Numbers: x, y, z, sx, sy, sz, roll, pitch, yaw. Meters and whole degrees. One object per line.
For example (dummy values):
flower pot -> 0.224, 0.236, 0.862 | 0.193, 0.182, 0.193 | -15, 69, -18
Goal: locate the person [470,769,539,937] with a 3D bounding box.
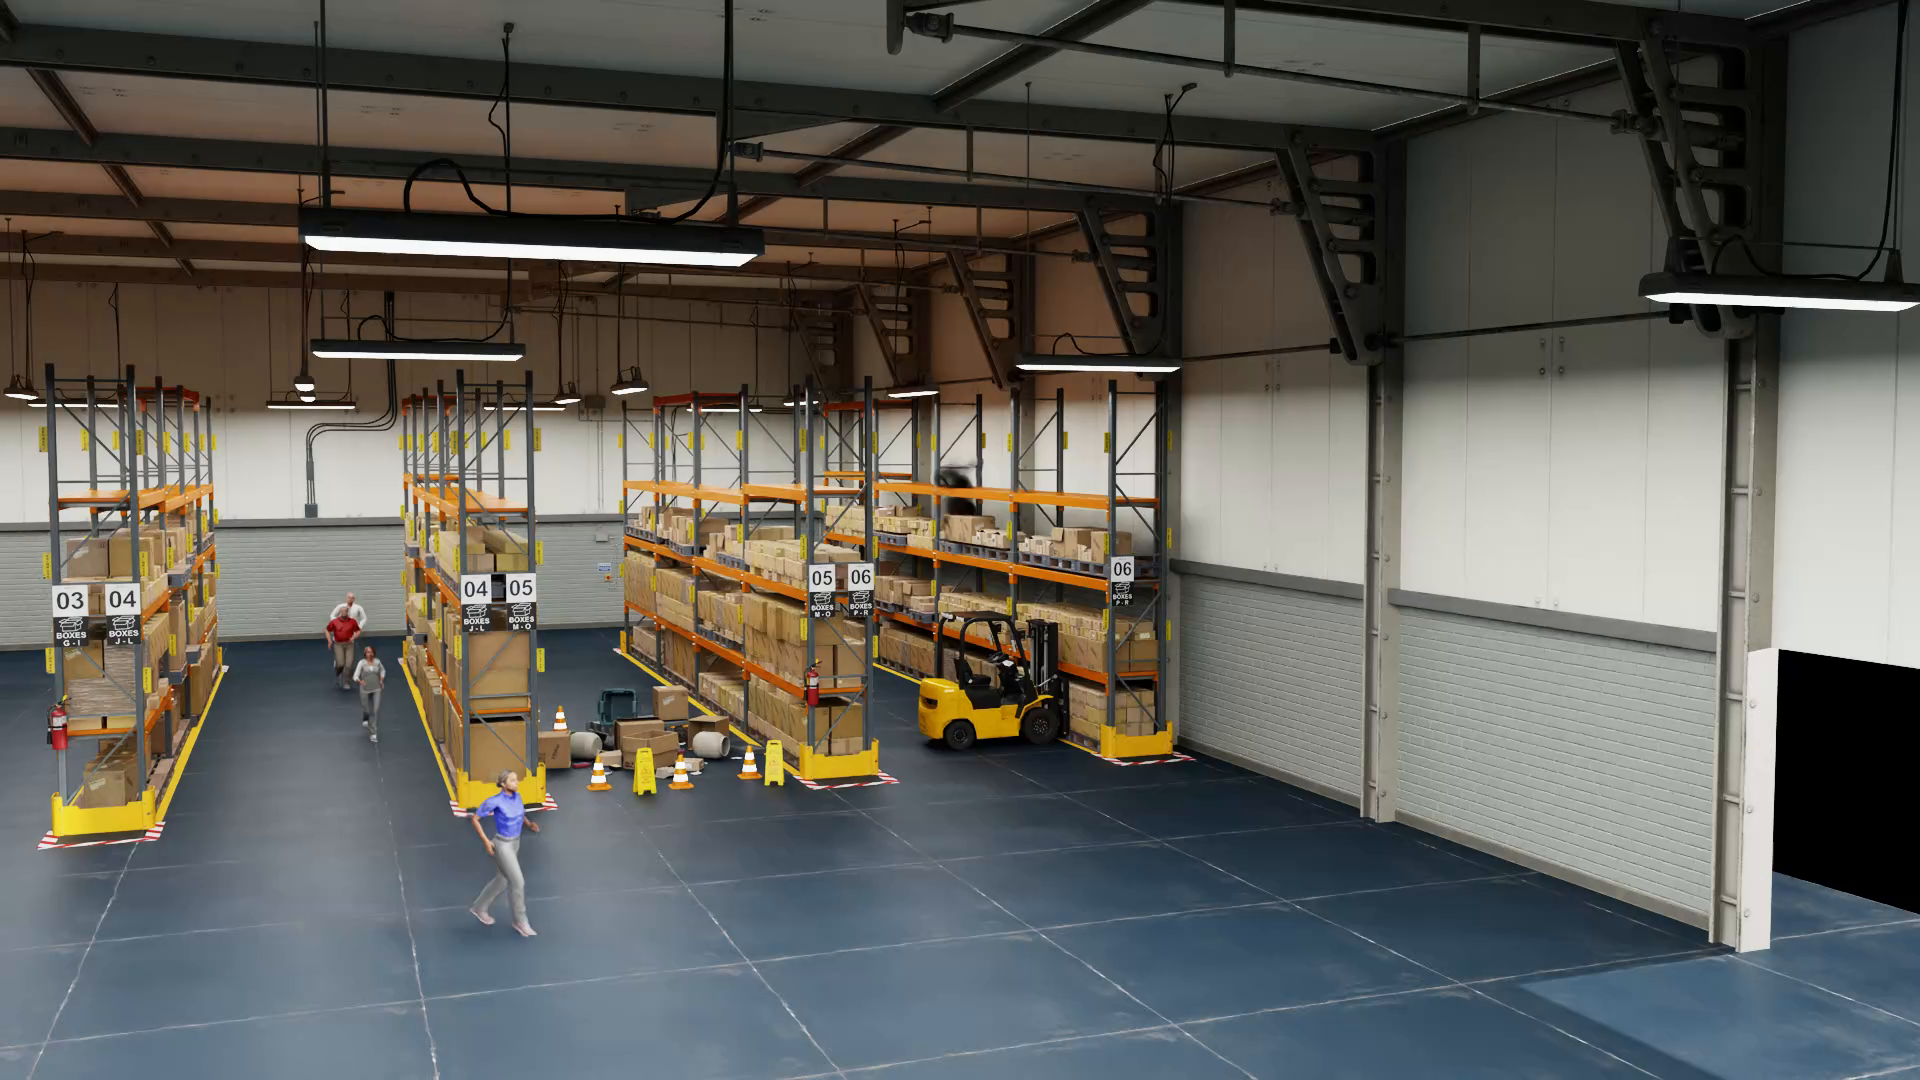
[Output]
person -> -4.662, 3.186, 17.018 | 0.799, 1.700, 0.570 | 1, 3, 14

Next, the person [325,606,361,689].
person -> -12.493, 2.190, 33.738 | 0.665, 1.685, 0.593 | -2, 4, -27

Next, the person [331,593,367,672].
person -> -13.373, 2.021, 36.391 | 0.768, 1.722, 0.665 | -1, 3, -14

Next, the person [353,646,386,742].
person -> -9.943, 2.583, 28.042 | 0.539, 1.568, 0.831 | -2, 4, -28
